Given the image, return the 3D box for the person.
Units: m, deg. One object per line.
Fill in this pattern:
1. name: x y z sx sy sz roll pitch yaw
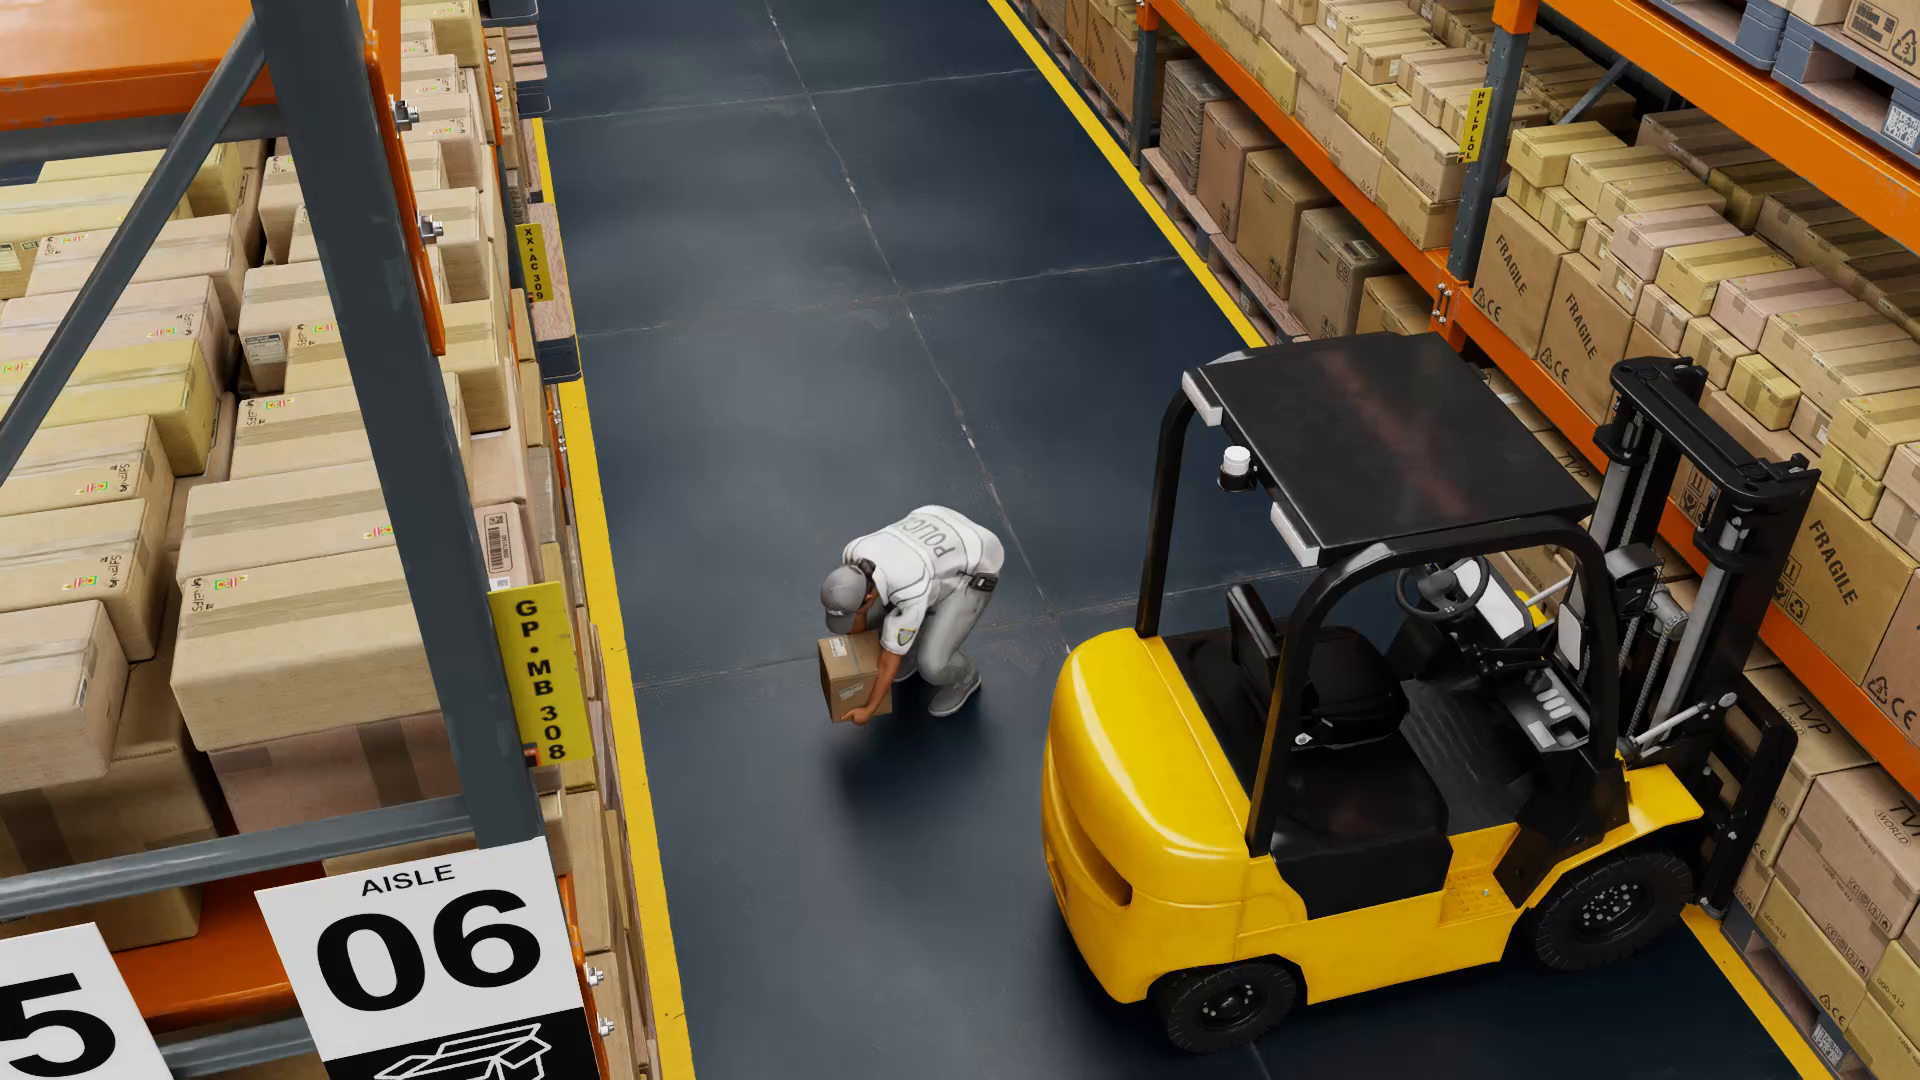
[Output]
1. person: -0.218 0.319 6.896 0.521 0.943 0.914 31 48 33
